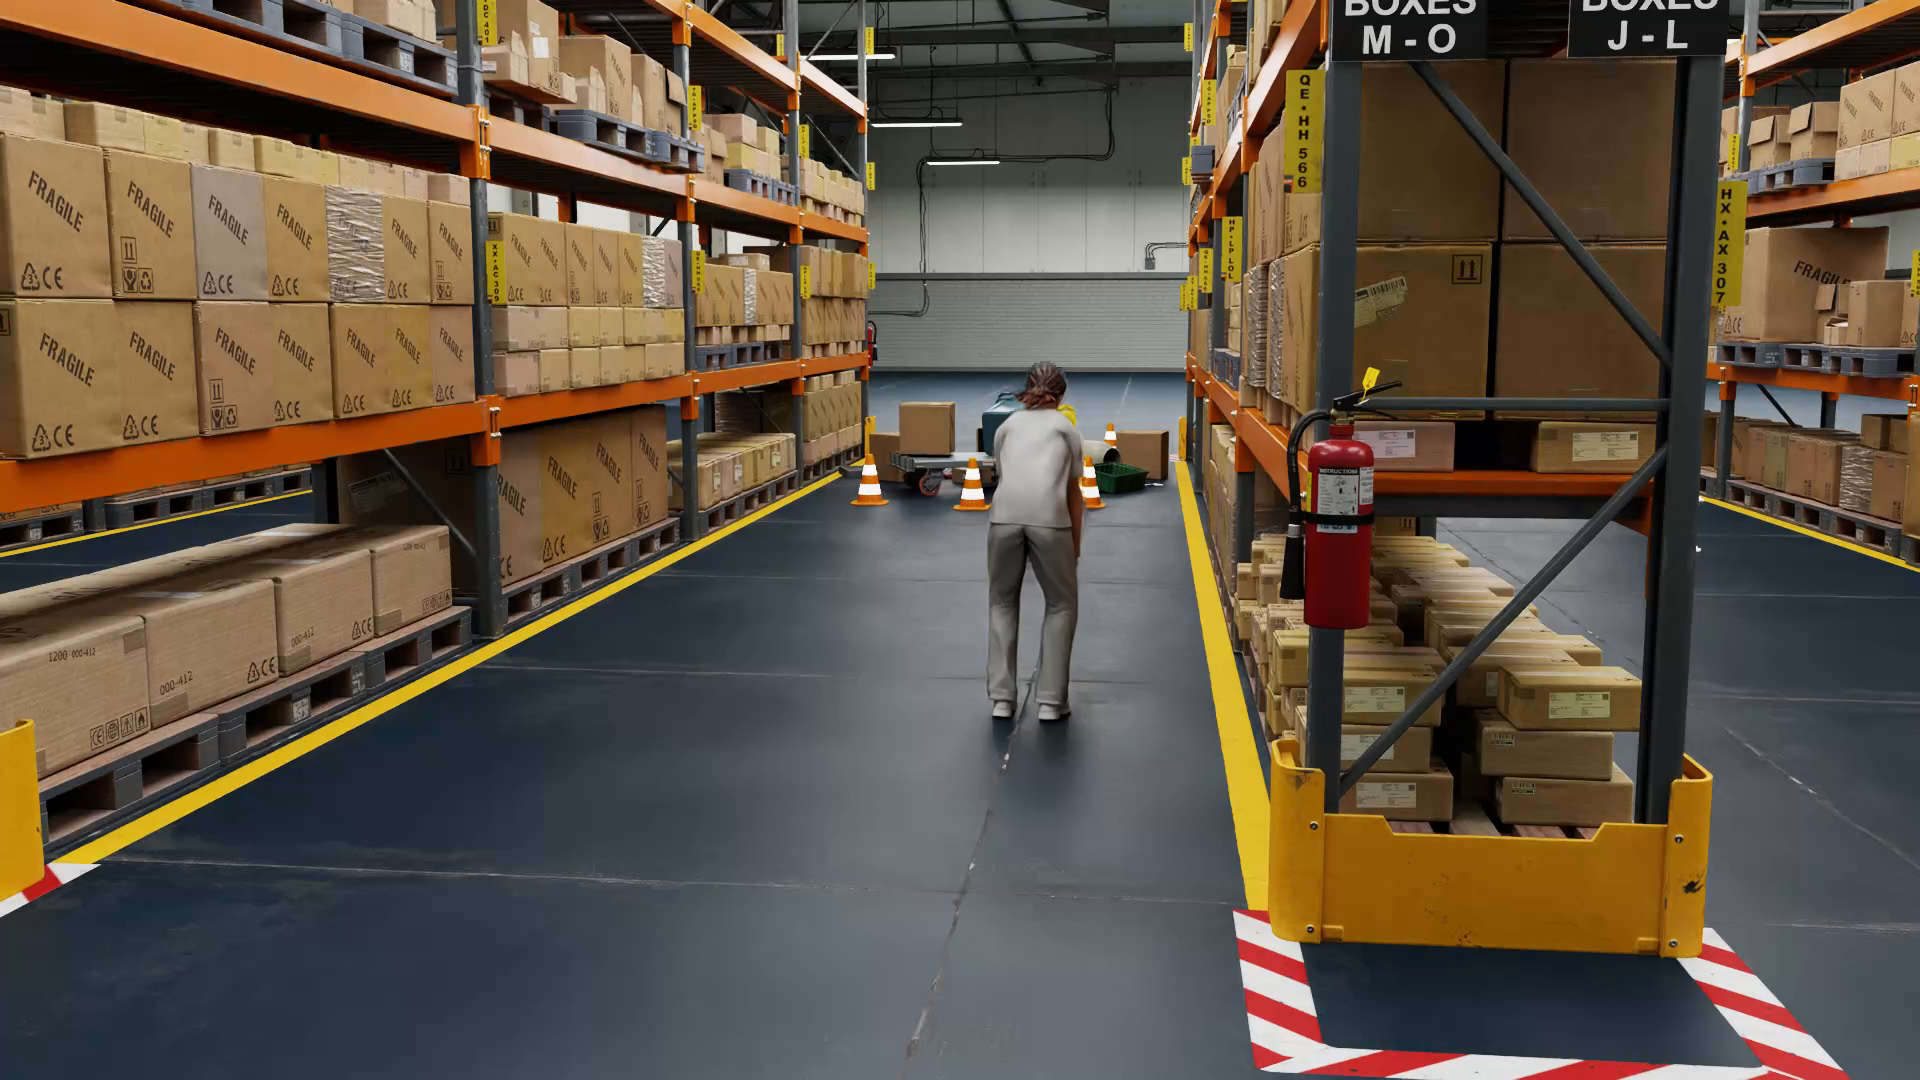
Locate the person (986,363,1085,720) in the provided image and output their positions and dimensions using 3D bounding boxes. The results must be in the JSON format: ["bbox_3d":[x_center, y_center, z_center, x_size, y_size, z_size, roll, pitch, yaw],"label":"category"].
[{"bbox_3d":[0.337,-0.005,7.377,0.408,1.538,0.630,2,8,14],"label":"person"}]
